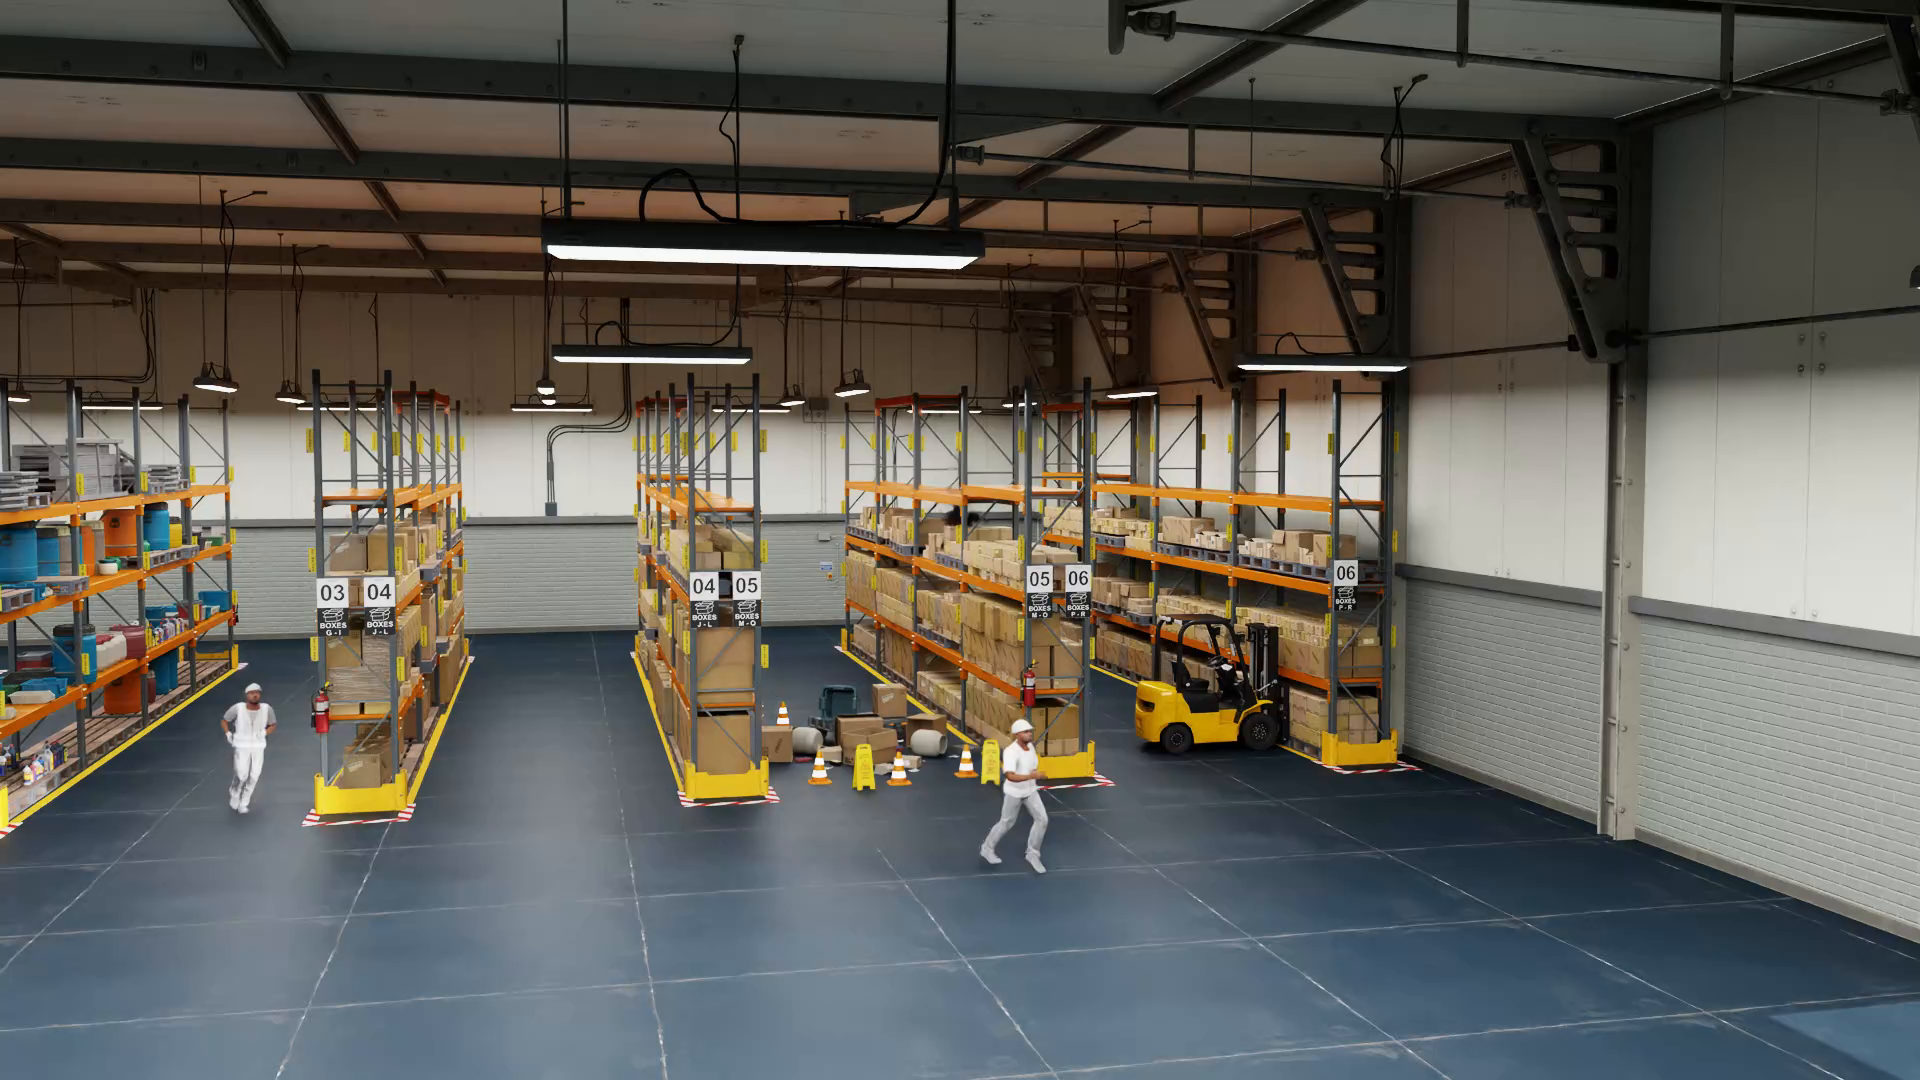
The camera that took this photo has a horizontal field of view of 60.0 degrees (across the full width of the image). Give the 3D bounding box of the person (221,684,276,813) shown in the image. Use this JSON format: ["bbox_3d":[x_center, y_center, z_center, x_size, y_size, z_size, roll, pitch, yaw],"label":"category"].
[{"bbox_3d":[-9.628,2.827,22.602,0.668,1.750,0.564,-2,4,-35],"label":"person"}]

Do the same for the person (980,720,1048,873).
[{"bbox_3d":[0.689,2.995,19.532,0.898,1.808,0.708,3,4,38],"label":"person"}]
